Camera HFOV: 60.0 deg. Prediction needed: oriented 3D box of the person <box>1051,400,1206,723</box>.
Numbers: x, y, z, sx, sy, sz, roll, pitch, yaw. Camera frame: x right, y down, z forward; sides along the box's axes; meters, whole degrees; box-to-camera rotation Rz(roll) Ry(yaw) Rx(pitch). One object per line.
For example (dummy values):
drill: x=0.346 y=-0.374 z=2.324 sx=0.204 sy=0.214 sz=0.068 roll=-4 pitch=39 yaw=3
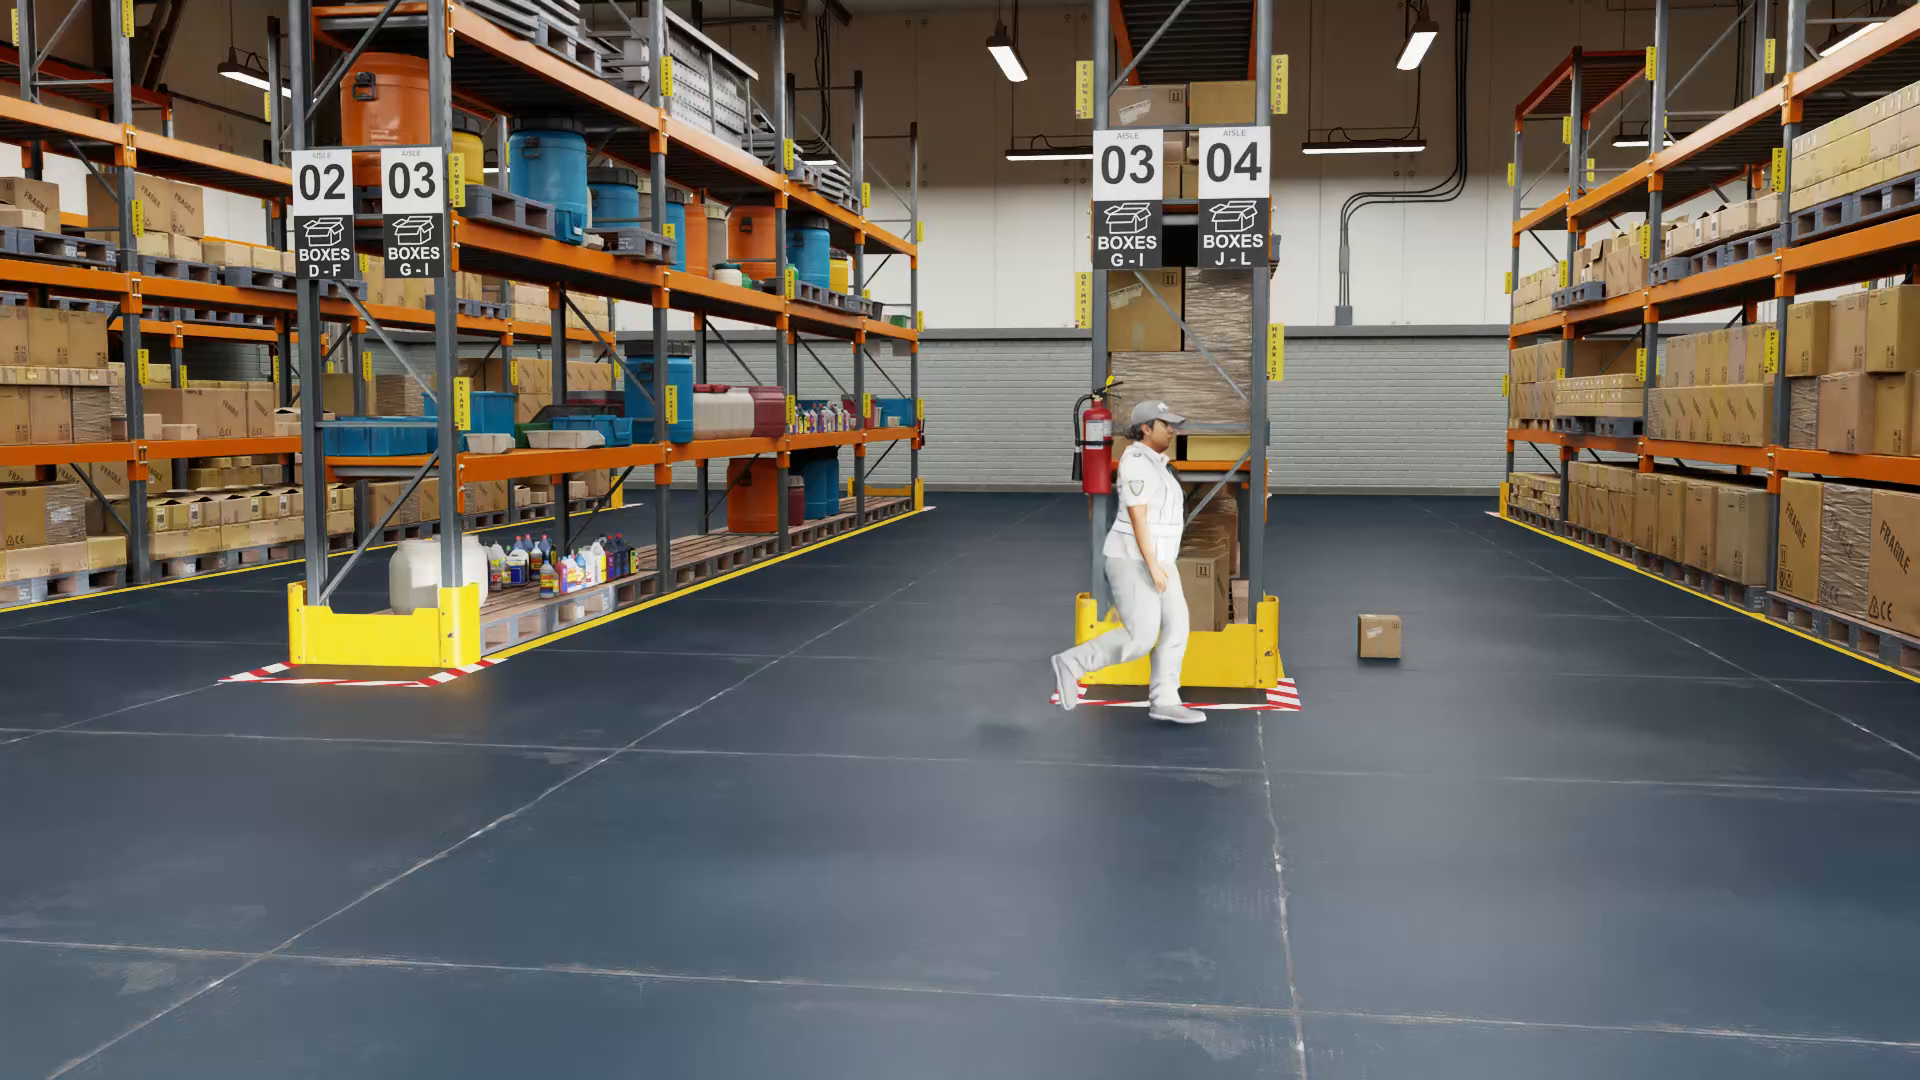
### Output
person: x=0.871 y=0.107 z=8.445 sx=0.761 sy=1.631 sz=0.503 roll=2 pitch=5 yaw=19
